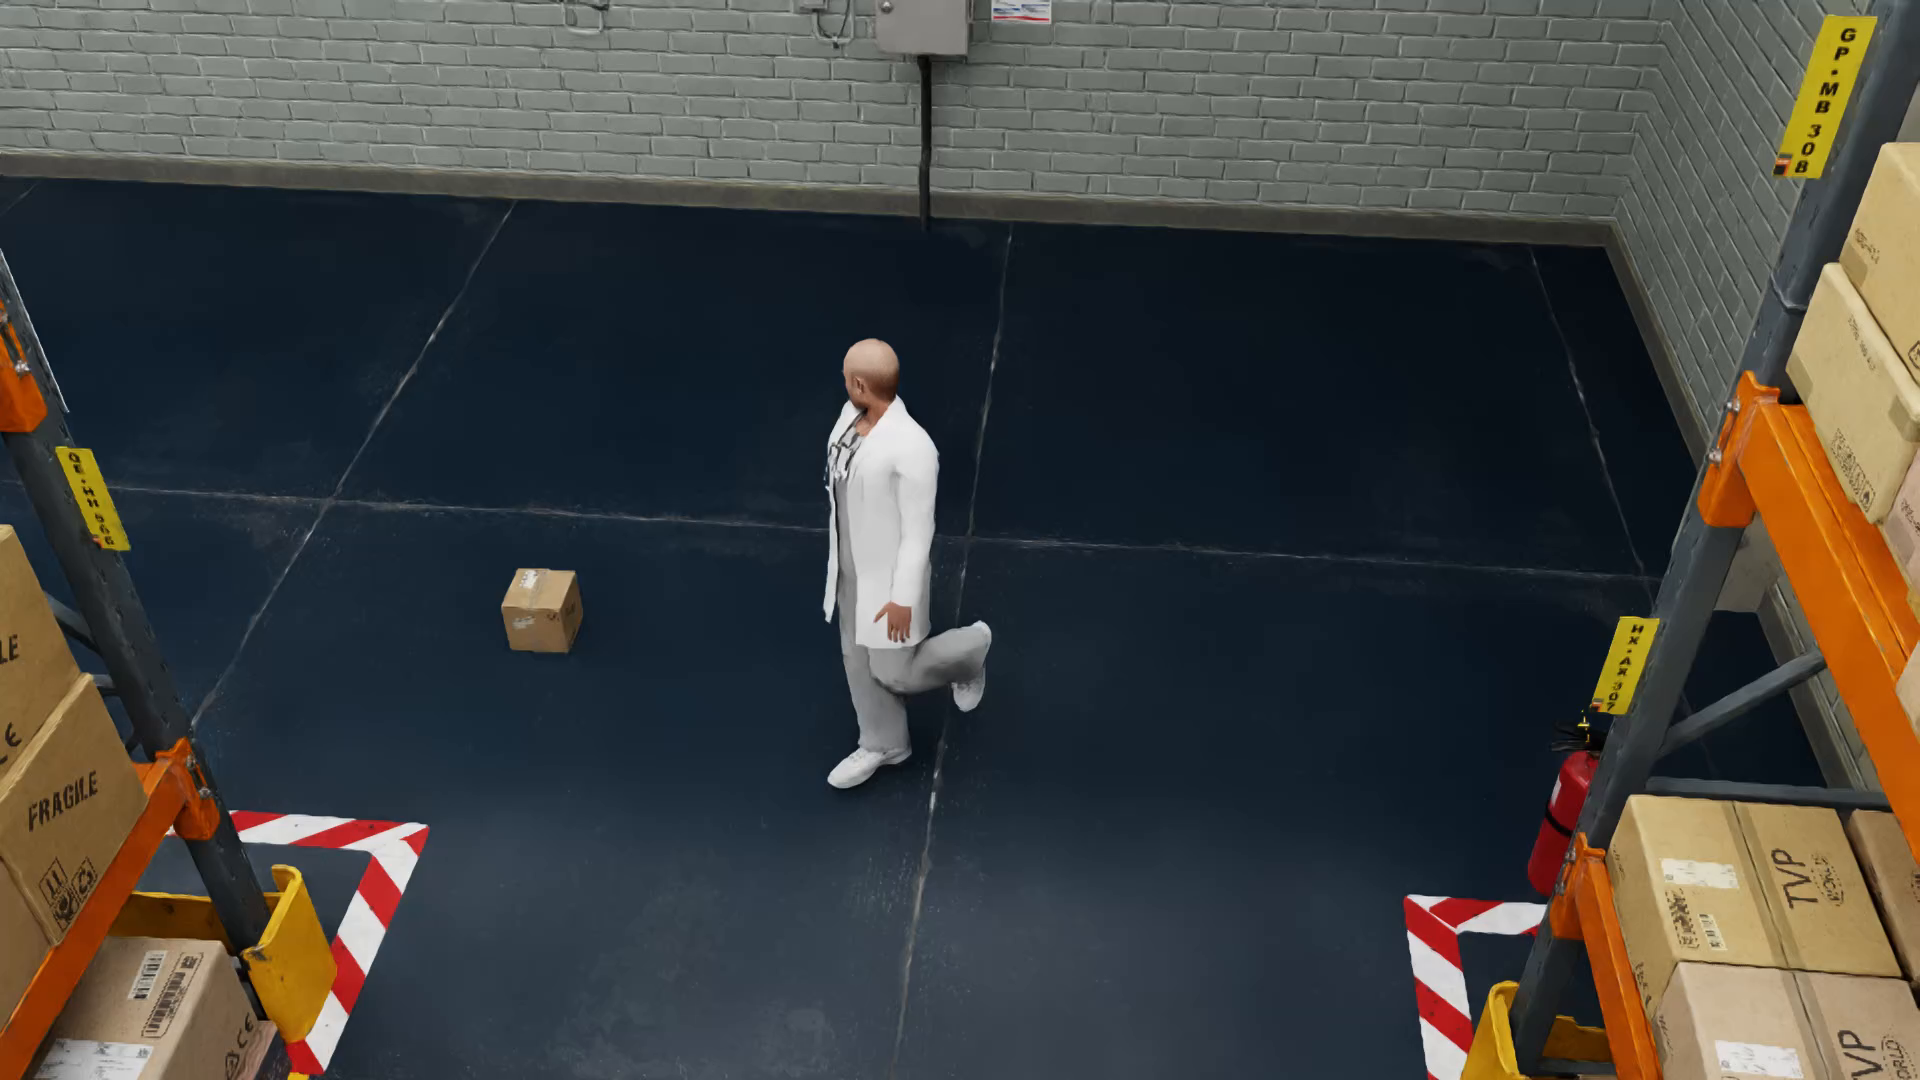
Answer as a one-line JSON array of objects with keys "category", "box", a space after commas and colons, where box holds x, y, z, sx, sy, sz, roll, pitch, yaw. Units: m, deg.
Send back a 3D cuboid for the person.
[{"category": "person", "box": [-0.264, 0.077, 6.093, 0.777, 1.739, 0.646, -25, 46, -27]}]
